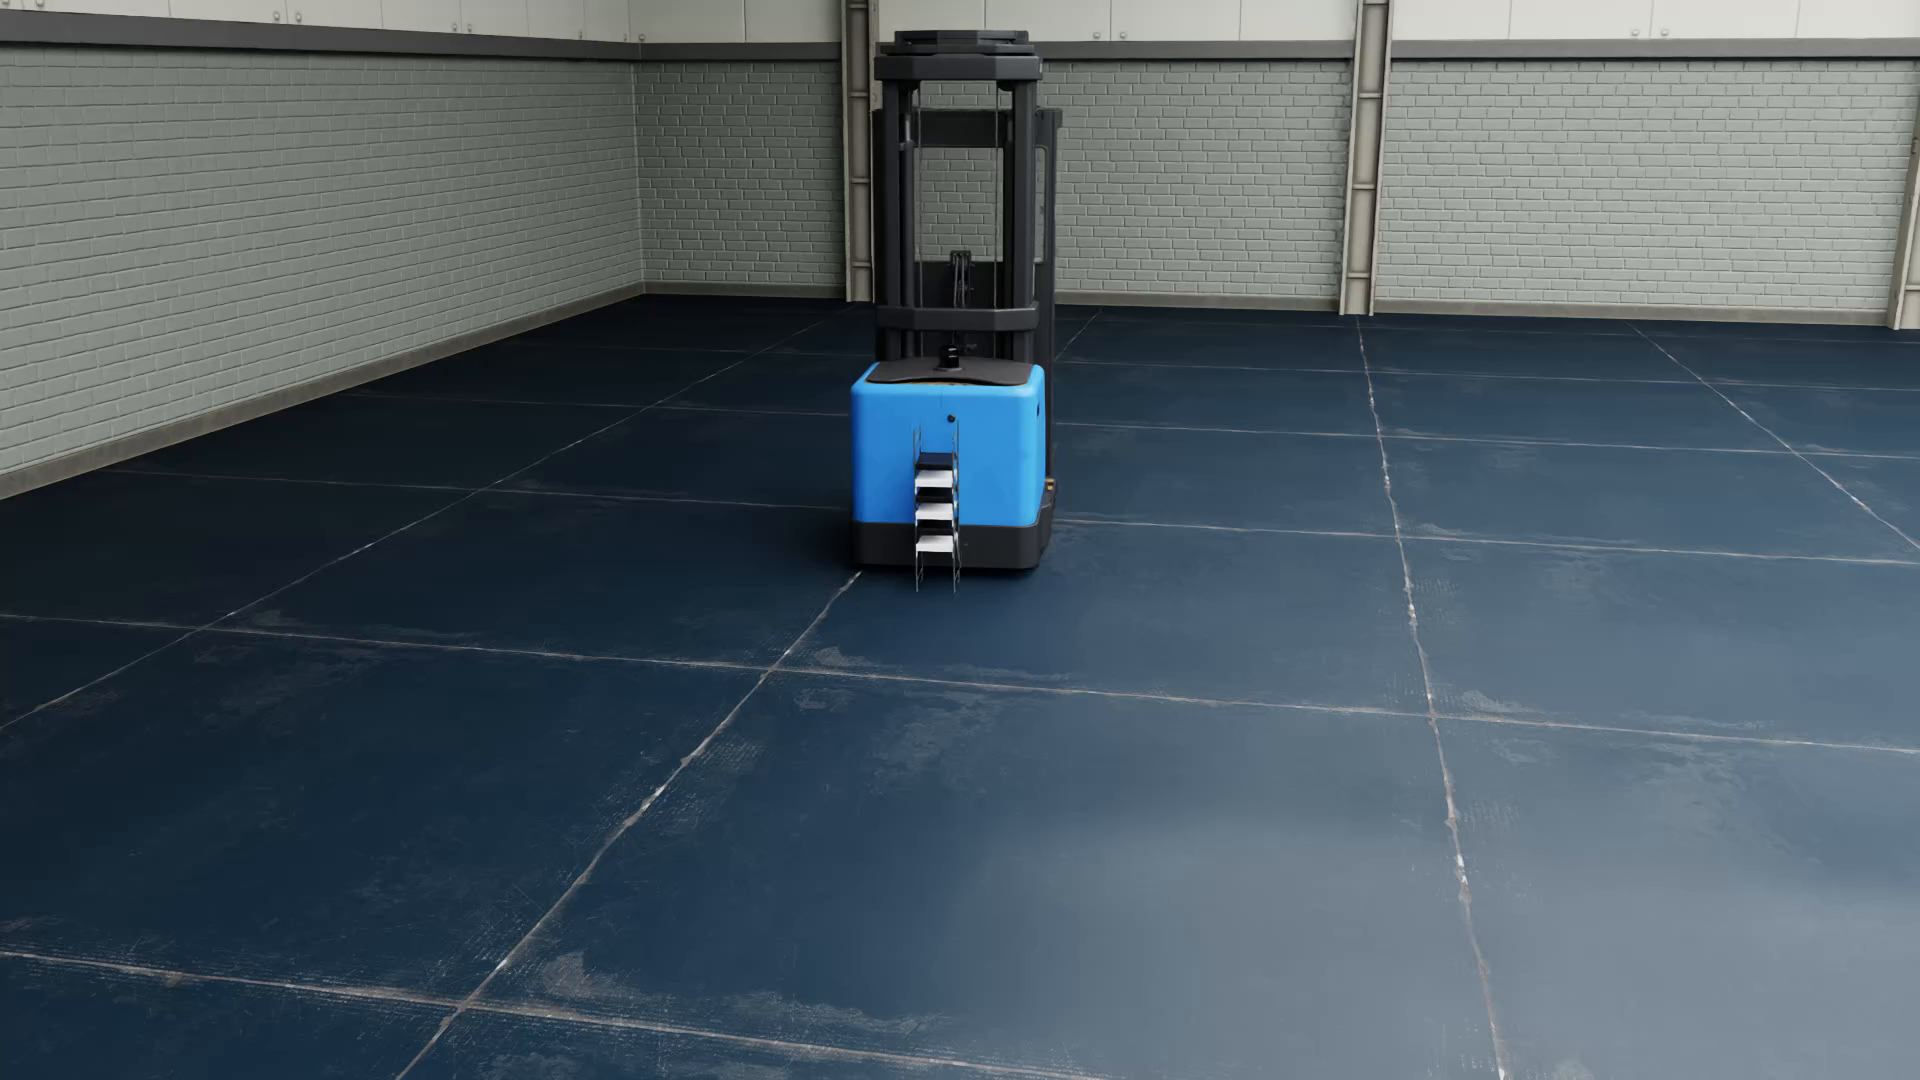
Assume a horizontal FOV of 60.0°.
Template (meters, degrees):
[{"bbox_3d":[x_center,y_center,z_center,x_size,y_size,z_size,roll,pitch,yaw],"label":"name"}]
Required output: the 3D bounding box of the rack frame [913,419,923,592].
[{"bbox_3d":[-0.224,-0.182,8.936,0.006,0.900,0.240,2,19,6],"label":"rack frame"}]

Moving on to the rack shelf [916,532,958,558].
[{"bbox_3d":[-0.121,0.024,8.993,0.200,0.077,0.258,2,19,6],"label":"rack shelf"}]

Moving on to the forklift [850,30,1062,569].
[{"bbox_3d":[0.052,-1.598,10.271,1.130,2.935,3.031,2,16,6],"label":"forklift"}]

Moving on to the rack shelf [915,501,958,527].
[{"bbox_3d":[-0.123,-0.147,8.935,0.200,0.077,0.258,2,19,6],"label":"rack shelf"}]

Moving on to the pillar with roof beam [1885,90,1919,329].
[{"bbox_3d":[9.705,-5.573,13.255,0.400,9.000,9.100,3,16,11],"label":"pillar with roof beam"}]

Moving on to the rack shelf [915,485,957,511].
[{"bbox_3d":[-0.123,-0.232,8.907,0.200,0.077,0.258,2,19,6],"label":"rack shelf"}]

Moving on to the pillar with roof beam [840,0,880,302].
[{"bbox_3d":[-2.054,-6.212,15.560,0.400,9.000,9.100,3,16,11],"label":"pillar with roof beam"}]

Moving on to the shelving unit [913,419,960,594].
[{"bbox_3d":[-0.123,-0.179,8.925,0.210,0.900,0.258,2,19,6],"label":"shelving unit"}]

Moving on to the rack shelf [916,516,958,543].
[{"bbox_3d":[-0.122,-0.062,8.964,0.200,0.077,0.258,2,19,6],"label":"rack shelf"}]

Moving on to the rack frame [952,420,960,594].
[{"bbox_3d":[-0.022,-0.176,8.914,0.006,0.900,0.240,2,19,6],"label":"rack frame"}]

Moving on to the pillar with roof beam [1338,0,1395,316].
[{"bbox_3d":[3.825,-5.892,14.407,0.400,9.000,9.100,3,16,11],"label":"pillar with roof beam"}]

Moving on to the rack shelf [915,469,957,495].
[{"bbox_3d":[-0.124,-0.318,8.878,0.200,0.077,0.258,2,19,6],"label":"rack shelf"}]

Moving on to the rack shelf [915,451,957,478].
[{"bbox_3d":[-0.125,-0.403,8.850,0.200,0.077,0.258,2,19,6],"label":"rack shelf"}]
